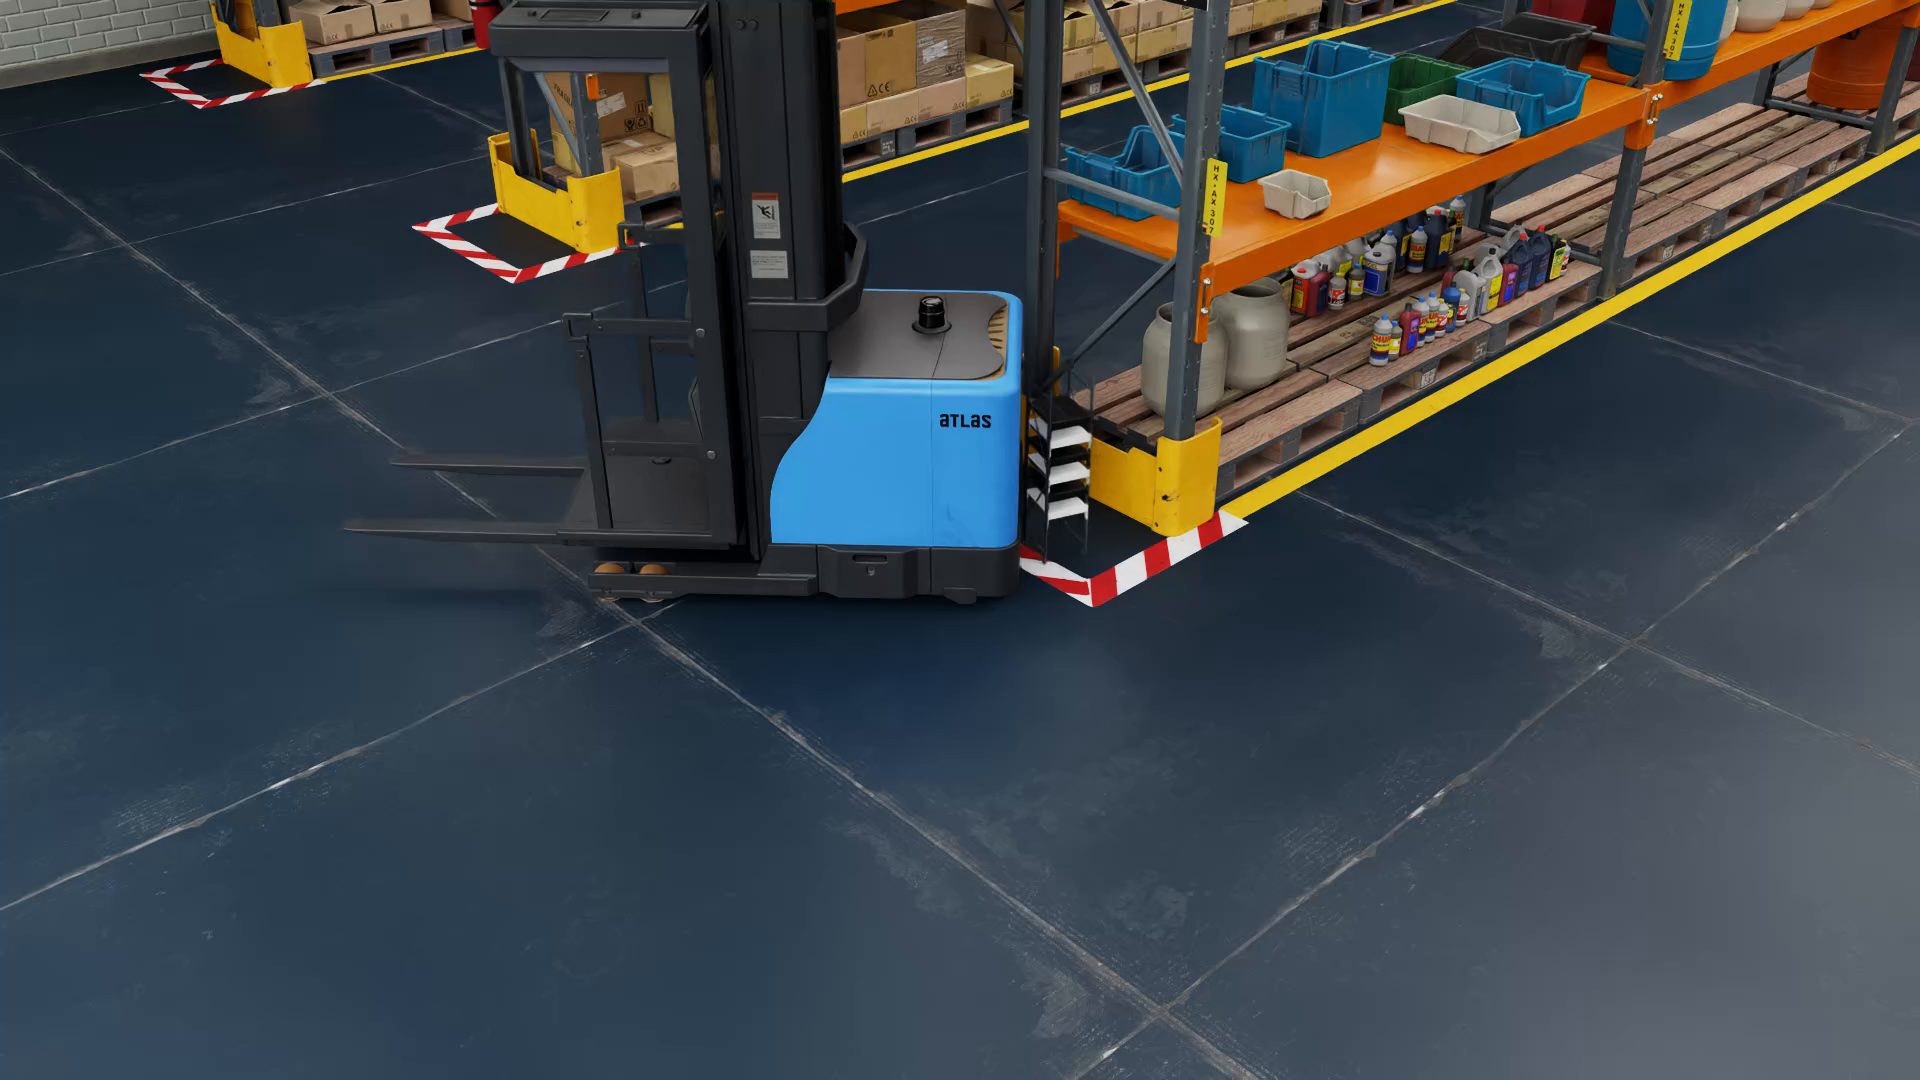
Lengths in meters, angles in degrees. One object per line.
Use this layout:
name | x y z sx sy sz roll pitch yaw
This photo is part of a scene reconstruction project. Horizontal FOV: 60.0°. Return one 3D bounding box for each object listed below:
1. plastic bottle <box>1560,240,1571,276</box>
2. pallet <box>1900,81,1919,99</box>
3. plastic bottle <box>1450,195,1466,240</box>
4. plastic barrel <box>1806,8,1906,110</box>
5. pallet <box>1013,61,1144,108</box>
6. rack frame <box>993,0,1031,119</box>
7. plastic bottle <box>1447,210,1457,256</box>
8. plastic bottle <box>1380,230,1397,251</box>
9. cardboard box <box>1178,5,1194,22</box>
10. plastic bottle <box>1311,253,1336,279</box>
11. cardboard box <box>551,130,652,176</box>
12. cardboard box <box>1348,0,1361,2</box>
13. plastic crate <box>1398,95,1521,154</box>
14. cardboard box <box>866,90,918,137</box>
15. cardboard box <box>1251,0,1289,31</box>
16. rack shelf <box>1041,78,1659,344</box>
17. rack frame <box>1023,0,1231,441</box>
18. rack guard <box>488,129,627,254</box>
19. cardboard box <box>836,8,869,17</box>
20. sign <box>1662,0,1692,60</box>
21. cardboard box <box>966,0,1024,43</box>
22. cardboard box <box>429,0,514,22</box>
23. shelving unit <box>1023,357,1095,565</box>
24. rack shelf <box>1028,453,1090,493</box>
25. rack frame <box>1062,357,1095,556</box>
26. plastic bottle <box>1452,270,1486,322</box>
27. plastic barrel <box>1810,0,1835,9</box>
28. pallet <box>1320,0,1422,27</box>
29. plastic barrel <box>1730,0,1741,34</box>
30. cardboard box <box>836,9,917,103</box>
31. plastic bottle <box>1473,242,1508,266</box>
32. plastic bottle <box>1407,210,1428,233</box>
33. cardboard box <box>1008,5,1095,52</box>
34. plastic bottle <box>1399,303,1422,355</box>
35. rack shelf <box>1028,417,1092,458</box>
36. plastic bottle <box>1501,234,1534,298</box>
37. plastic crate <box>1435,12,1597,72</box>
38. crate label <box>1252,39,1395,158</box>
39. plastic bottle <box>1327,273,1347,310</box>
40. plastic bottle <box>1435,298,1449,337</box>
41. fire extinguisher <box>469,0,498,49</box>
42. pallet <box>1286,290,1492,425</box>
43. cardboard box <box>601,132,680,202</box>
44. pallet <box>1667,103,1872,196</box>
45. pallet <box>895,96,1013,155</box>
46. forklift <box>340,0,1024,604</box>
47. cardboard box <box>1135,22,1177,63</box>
plastic bottle | 3.571 -1.684 9.890 0.097 0.201 0.097 0 31 0
pallet | 8.003 -3.893 13.915 1.213 0.211 1.003 -26 40 -35
plastic bottle | 3.094 -2.017 10.366 0.097 0.271 0.097 0 31 0
plastic barrel | 6.906 -3.790 12.751 0.708 0.830 0.600 -26 40 -35
pallet | 0.774 -3.921 13.960 1.213 0.211 1.003 -26 40 -35
rack frame | 0.260 -4.834 12.781 0.127 3.000 1.000 -26 40 -35
plastic bottle | 2.948 -1.856 10.092 0.133 0.283 0.061 -26 40 -35
plastic bottle | 2.531 -1.701 9.850 0.097 0.271 0.097 0 31 0
cardboard box | 1.859 -4.677 14.219 0.500 0.311 0.500 -25 39 -34
plastic bottle | 2.046 -1.492 9.504 0.135 0.276 0.152 -27 41 -37
cardboard box | -2.481 -2.725 11.564 0.500 0.250 0.500 -26 40 -35
cardboard box | 3.721 -5.427 15.723 0.500 0.500 0.500 -24 39 -34
plastic crate | 2.607 -2.153 8.648 0.437 0.136 0.530 -26 40 -35
cardboard box | -0.661 -3.236 12.400 0.500 0.250 0.500 -26 40 -35
cardboard box | 2.598 -4.795 14.950 0.500 0.250 0.500 -26 40 -36
rack shelf | 2.159 -1.922 8.707 4.000 0.370 1.077 -26 40 -35
rack frame | 0.692 -1.519 7.359 0.127 3.000 1.000 -26 40 -35
rack guard | -2.690 -2.341 11.098 0.348 0.500 1.175 -26 40 -35
cardboard box | -1.026 -3.761 12.539 0.500 0.500 0.500 -26 40 -35
sign | 3.991 -2.842 9.257 0.005 0.325 0.100 -26 40 -35
cardboard box | 0.362 -4.333 13.656 0.500 0.311 0.500 -26 40 -35
cardboard box | -4.485 -5.085 15.164 0.700 0.500 0.500 26 40 36
shelving unit | 0.436 -0.347 7.455 0.210 0.900 0.258 -13 34 -20
rack shelf | 0.436 -0.319 7.472 0.200 0.077 0.258 -13 34 -20
rack frame | 0.530 -0.368 7.490 0.006 0.900 0.240 -13 34 -20
plastic bottle | 2.850 -1.386 9.331 0.135 0.276 0.152 -25 39 -35
plastic barrel | 5.641 -3.809 10.996 0.421 0.512 0.421 0 31 0
pallet | 3.767 -5.314 16.238 1.213 0.211 1.003 -26 40 -35
plastic barrel | 4.700 -3.290 10.388 0.301 0.262 0.301 0 31 0
cardboard box | -0.670 -3.561 12.212 0.500 0.500 0.500 -26 40 -35
plastic bottle | 3.089 -1.605 9.688 0.135 0.276 0.152 -26 40 -35
plastic bottle | 2.751 -1.868 10.047 0.185 0.351 0.144 -25 39 -34
cardboard box | 0.733 -4.131 13.326 0.500 0.311 0.500 -26 40 -35
plastic bottle | 2.412 -1.145 8.930 0.133 0.283 0.061 -25 39 -35
rack shelf | 0.436 -0.472 7.378 0.200 0.077 0.258 -13 34 -20
plastic bottle | 3.208 -1.589 9.591 0.144 0.351 0.185 27 40 37
plastic crate | 3.155 -2.775 9.472 0.504 0.338 0.767 -26 40 -35
crate label | 1.858 -2.291 8.587 0.616 0.435 0.502 -26 40 -35
plastic bottle | 2.145 -1.419 9.457 0.097 0.201 0.097 0 31 0
plastic bottle | 2.631 -1.229 9.146 0.097 0.201 0.097 0 31 0
fire extinguisher | -3.075 -3.518 10.703 0.183 0.674 0.296 -26 40 -35
pallet | 2.210 -1.091 9.332 1.213 0.211 1.003 -26 40 -35
cardboard box | -2.128 -2.527 11.240 0.500 0.250 0.500 -26 40 -35
pallet | 5.964 -2.907 12.302 1.213 0.211 1.003 -26 40 -35
pallet | -0.351 -3.379 13.073 1.213 0.211 1.003 -26 40 -35
forklift | -1.236 -1.249 6.984 3.031 2.935 1.130 1 31 2
cardboard box | 1.478 -4.254 14.065 0.500 0.250 0.500 -27 41 -37
